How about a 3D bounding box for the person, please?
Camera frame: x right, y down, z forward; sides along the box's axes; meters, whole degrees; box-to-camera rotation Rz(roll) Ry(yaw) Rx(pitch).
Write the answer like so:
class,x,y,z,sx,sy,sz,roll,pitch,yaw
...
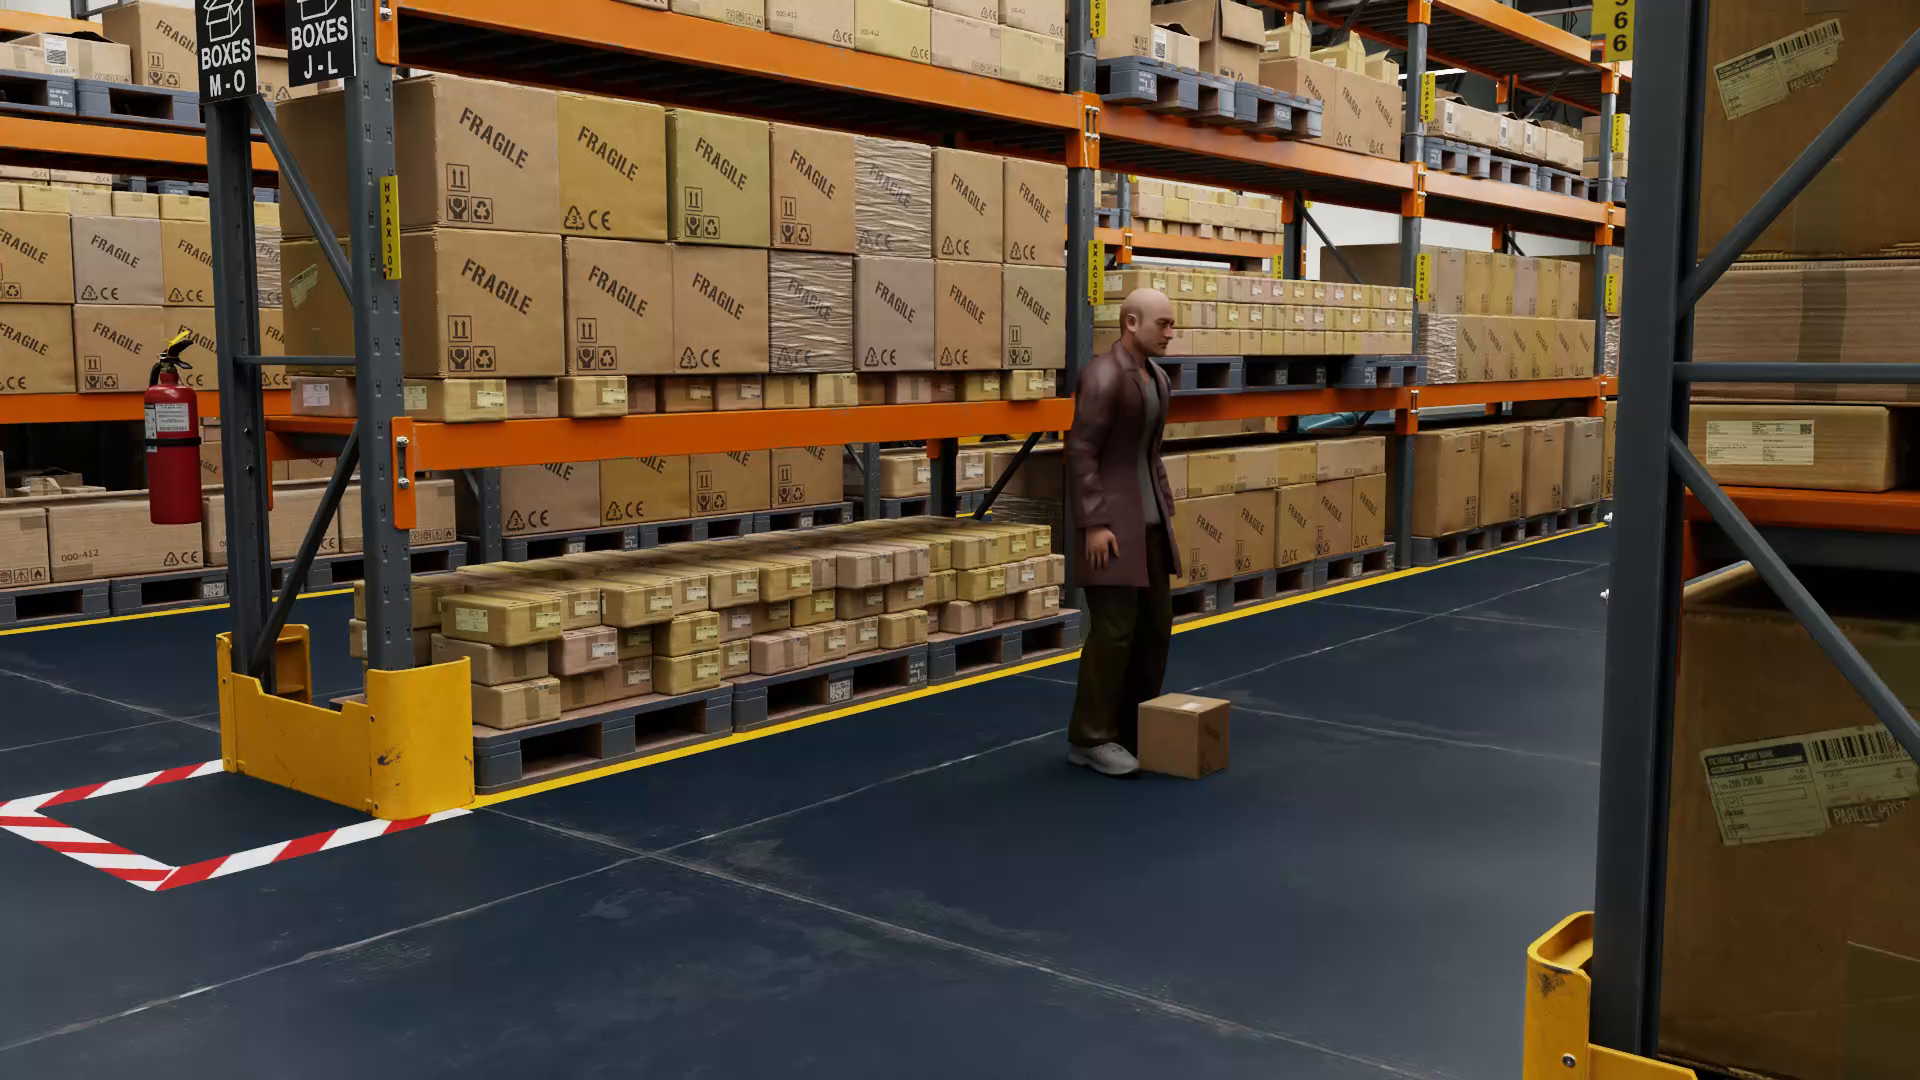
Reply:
class,x,y,z,sx,sy,sz,roll,pitch,yaw
person,0.631,-0.033,6.236,0.428,1.738,0.642,5,8,36
